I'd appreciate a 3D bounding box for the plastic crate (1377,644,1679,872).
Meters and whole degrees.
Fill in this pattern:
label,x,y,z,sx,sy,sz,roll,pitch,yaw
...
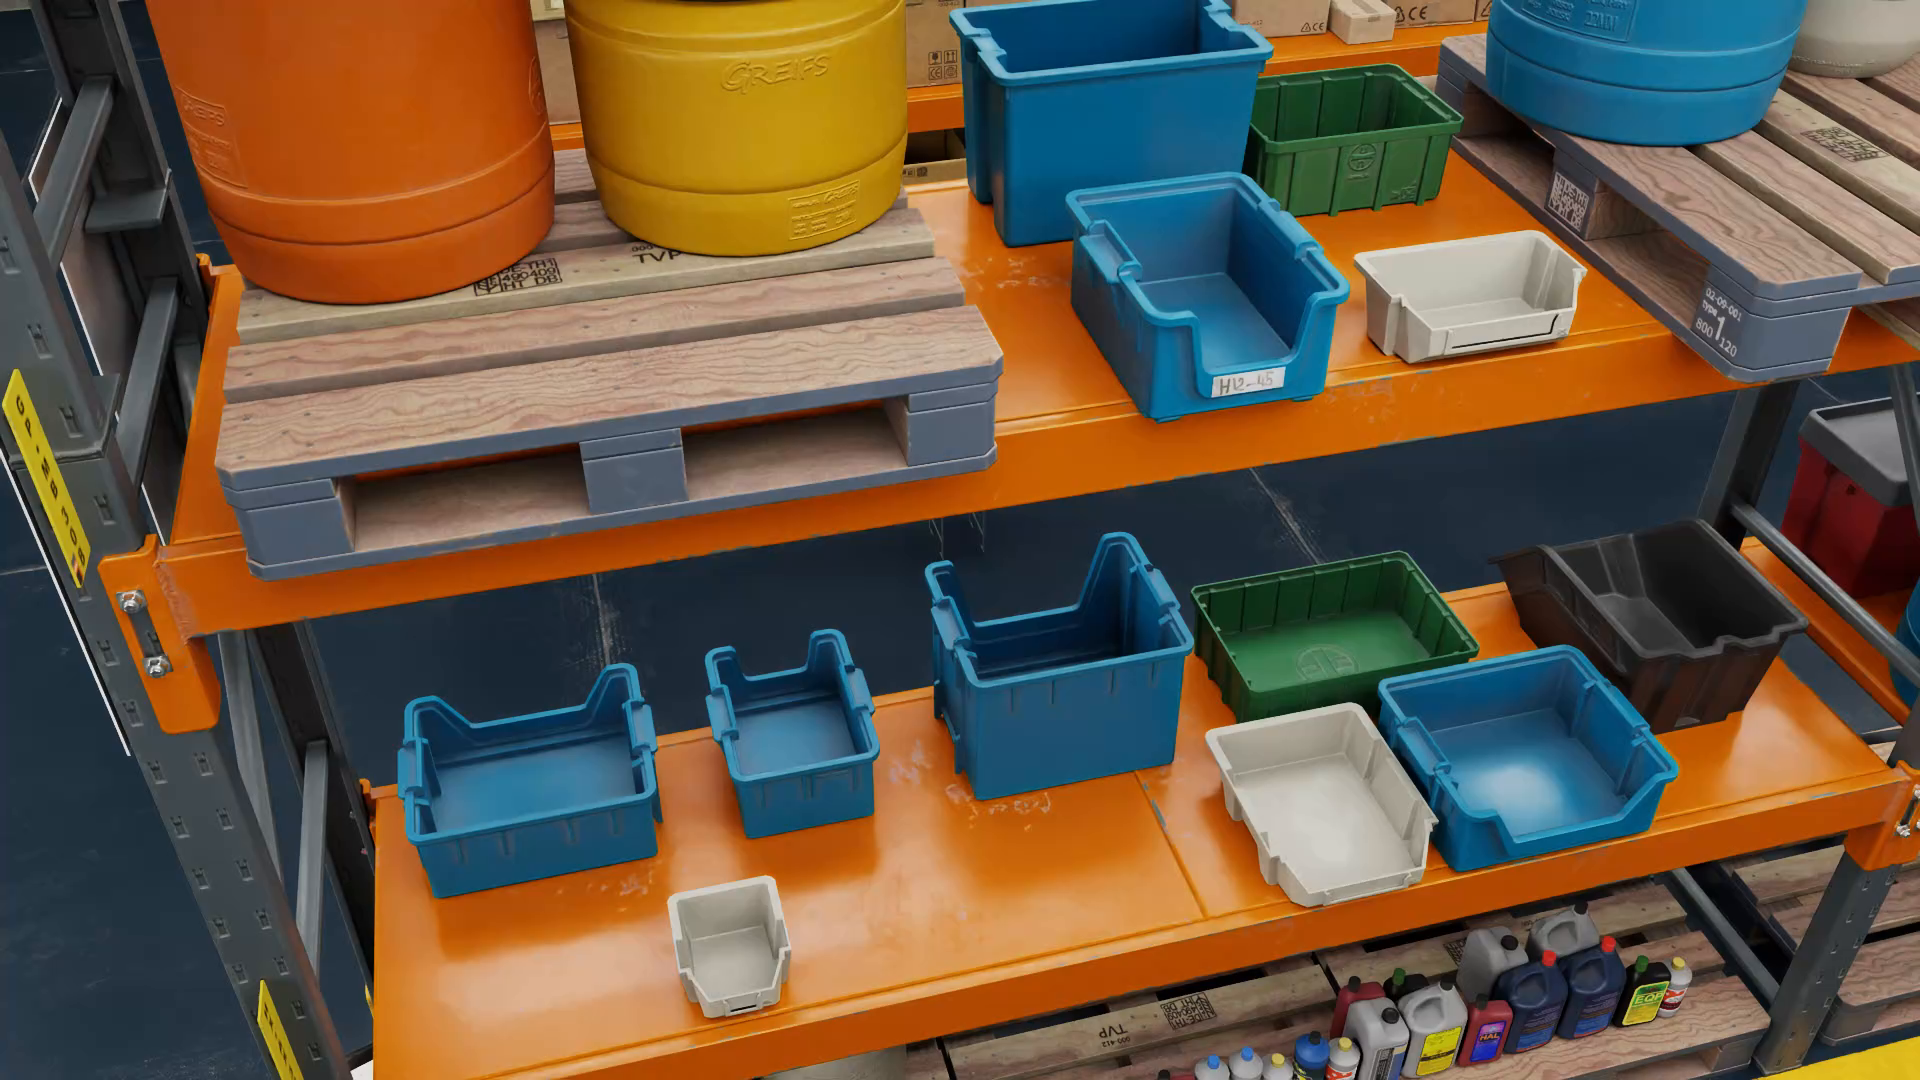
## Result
label,x,y,z,sx,sy,sz,roll,pitch,yaw
plastic crate,1.400,0.546,4.190,0.616,0.251,0.499,-9,38,-12

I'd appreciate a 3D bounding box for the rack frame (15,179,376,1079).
label,x,y,z,sx,sy,sz,roll,pitch,yaw
rack frame,-1.464,0.786,3.754,0.127,3.000,1.000,-9,38,-12

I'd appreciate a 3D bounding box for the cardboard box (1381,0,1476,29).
label,x,y,z,sx,sy,sz,roll,pitch,yaw
cardboard box,2.365,-2.989,8.606,0.500,0.500,0.500,-7,38,-9

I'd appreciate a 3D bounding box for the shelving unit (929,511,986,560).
label,x,y,z,sx,sy,sz,roll,pitch,yaw
shelving unit,-0.014,-0.474,6.882,0.189,1.200,0.258,-9,38,-12

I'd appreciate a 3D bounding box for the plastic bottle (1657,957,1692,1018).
label,x,y,z,sx,sy,sz,roll,pitch,yaw
plastic bottle,2.129,1.329,4.984,0.097,0.201,0.097,0,37,0

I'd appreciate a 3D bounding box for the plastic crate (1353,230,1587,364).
label,x,y,z,sx,sy,sz,roll,pitch,yaw
plastic crate,0.954,-0.443,3.108,0.396,0.136,0.243,-9,38,-12

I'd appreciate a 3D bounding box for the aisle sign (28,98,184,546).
label,x,y,z,sx,sy,sz,roll,pitch,yaw
aisle sign,-1.611,-0.409,3.177,0.004,0.787,0.394,-9,38,-12

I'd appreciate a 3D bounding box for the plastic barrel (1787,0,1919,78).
label,x,y,z,sx,sy,sz,roll,pitch,yaw
plastic barrel,1.931,-1.297,3.570,0.421,0.512,0.421,0,37,0

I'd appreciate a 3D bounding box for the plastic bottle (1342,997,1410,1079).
label,x,y,z,sx,sy,sz,roll,pitch,yaw
plastic bottle,1.196,1.436,4.784,0.135,0.276,0.152,-9,38,-11

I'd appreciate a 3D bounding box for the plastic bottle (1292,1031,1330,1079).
label,x,y,z,sx,sy,sz,roll,pitch,yaw
plastic bottle,0.991,1.488,4.719,0.097,0.271,0.097,0,37,0

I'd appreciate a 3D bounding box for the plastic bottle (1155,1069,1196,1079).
label,x,y,z,sx,sy,sz,roll,pitch,yaw
plastic bottle,0.591,1.561,4.615,0.133,0.283,0.061,-9,38,-11

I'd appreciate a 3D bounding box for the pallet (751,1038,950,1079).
label,x,y,z,sx,sy,sz,roll,pitch,yaw
pallet,-0.617,1.728,4.817,1.213,0.211,1.003,-9,38,-12

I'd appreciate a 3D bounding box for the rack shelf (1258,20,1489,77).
label,x,y,z,sx,sy,sz,roll,pitch,yaw
rack shelf,3.041,-2.785,9.014,4.000,0.370,1.077,-9,38,-12

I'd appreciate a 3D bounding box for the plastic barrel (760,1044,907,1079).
label,x,y,z,sx,sy,sz,roll,pitch,yaw
plastic barrel,-0.364,1.379,4.681,0.421,0.512,0.421,0,37,0

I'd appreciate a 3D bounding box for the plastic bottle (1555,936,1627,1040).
label,x,y,z,sx,sy,sz,roll,pitch,yaw
plastic bottle,1.851,1.301,4.899,0.185,0.351,0.144,-10,39,-13

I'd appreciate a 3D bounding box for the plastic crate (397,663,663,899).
label,x,y,z,sx,sy,sz,roll,pitch,yaw
plastic crate,-1.058,0.590,4.132,0.616,0.251,0.499,-9,38,-12

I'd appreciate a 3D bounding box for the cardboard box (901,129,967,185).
label,x,y,z,sx,sy,sz,roll,pitch,yaw
cardboard box,-0.248,-1.771,8.396,0.500,0.500,0.500,-9,38,-12

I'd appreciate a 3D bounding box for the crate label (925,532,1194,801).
label,x,y,z,sx,sy,sz,roll,pitch,yaw
crate label,0.243,0.322,4.331,0.616,0.435,0.502,-9,38,-12

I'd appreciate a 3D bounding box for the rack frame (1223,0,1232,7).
label,x,y,z,sx,sy,sz,roll,pitch,yaw
rack frame,1.110,-2.754,8.381,0.127,3.000,1.000,-9,38,-12

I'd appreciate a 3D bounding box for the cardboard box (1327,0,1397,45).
label,x,y,z,sx,sy,sz,roll,pitch,yaw
cardboard box,2.019,-2.674,8.484,0.250,0.149,0.380,-9,38,-12

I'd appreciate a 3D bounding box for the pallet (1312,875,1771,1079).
label,x,y,z,sx,sy,sz,roll,pitch,yaw
pallet,1.739,1.342,5.322,1.213,0.211,1.003,-9,38,-12

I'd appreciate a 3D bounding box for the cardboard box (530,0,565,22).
label,x,y,z,sx,sy,sz,roll,pitch,yaw
cardboard box,-1.821,-2.435,7.349,0.250,0.149,0.380,-9,38,-12

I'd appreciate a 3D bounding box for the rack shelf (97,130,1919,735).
label,x,y,z,sx,sy,sz,roll,pitch,yaw
rack shelf,0.467,-0.436,3.475,4.000,0.370,1.077,-9,38,-12

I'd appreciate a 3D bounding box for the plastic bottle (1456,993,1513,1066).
label,x,y,z,sx,sy,sz,roll,pitch,yaw
plastic bottle,1.520,1.408,4.814,0.133,0.283,0.061,-7,38,-9

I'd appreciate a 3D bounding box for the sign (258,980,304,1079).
label,x,y,z,sx,sy,sz,roll,pitch,yaw
sign,-1.324,1.000,3.247,0.005,0.325,0.100,-9,38,-12

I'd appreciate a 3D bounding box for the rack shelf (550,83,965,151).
label,x,y,z,sx,sy,sz,roll,pitch,yaw
rack shelf,-0.821,-2.151,8.185,4.000,0.370,1.077,-9,38,-12

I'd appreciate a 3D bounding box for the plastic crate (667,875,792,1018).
label,x,y,z,sx,sy,sz,roll,pitch,yaw
plastic crate,-0.516,0.938,3.772,0.250,0.136,0.298,-9,38,-12

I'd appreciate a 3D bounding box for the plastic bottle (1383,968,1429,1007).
label,x,y,z,sx,sy,sz,roll,pitch,yaw
plastic bottle,1.303,1.353,4.886,0.133,0.283,0.061,-9,38,-12

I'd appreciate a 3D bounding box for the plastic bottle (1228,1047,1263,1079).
label,x,y,z,sx,sy,sz,roll,pitch,yaw
plastic bottle,0.795,1.520,4.677,0.097,0.271,0.097,0,37,0

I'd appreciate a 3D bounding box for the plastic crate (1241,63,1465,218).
label,x,y,z,sx,sy,sz,roll,pitch,yaw
plastic crate,0.804,-0.865,3.617,0.450,0.188,0.336,-9,38,-12

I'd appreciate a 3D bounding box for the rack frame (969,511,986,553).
label,x,y,z,sx,sy,sz,roll,pitch,yaw
rack frame,0.074,-0.489,6.901,0.006,1.200,0.240,-9,38,-12

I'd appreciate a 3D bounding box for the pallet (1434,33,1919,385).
label,x,y,z,sx,sy,sz,roll,pitch,yaw
pallet,1.727,-0.792,3.504,1.003,0.211,1.213,-9,38,-12

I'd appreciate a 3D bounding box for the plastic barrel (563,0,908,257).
label,x,y,z,sx,sy,sz,roll,pitch,yaw
plastic barrel,-0.396,-0.902,2.991,0.600,0.588,0.600,0,37,0

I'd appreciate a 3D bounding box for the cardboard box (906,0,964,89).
label,x,y,z,sx,sy,sz,roll,pitch,yaw
cardboard box,-0.309,-2.555,8.039,0.500,0.500,0.700,-9,38,-11

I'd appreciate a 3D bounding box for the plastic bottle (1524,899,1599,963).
label,x,y,z,sx,sy,sz,roll,pitch,yaw
plastic bottle,1.814,1.216,5.009,0.185,0.351,0.144,-9,38,-12

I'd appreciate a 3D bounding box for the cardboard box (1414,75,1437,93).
label,x,y,z,sx,sy,sz,roll,pitch,yaw
cardboard box,2.896,-2.525,9.537,0.500,0.311,0.500,-10,38,-13
